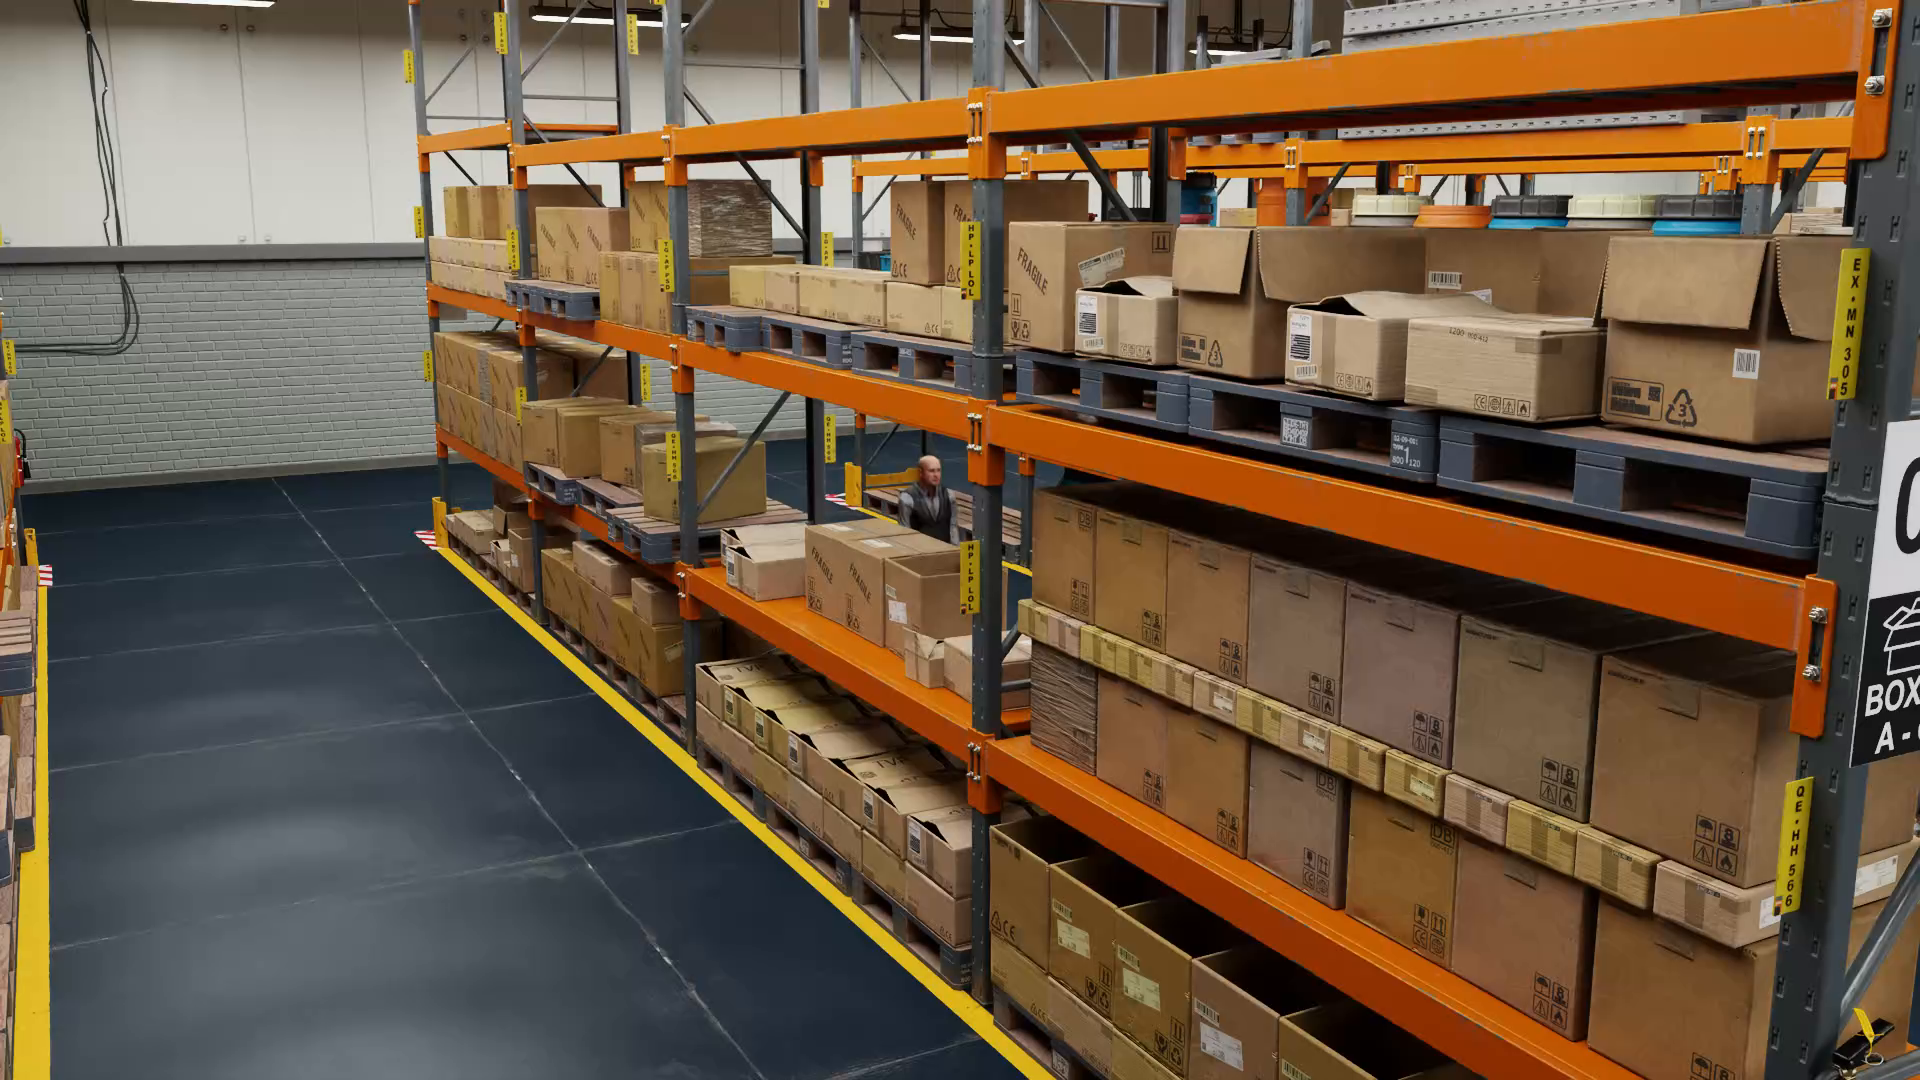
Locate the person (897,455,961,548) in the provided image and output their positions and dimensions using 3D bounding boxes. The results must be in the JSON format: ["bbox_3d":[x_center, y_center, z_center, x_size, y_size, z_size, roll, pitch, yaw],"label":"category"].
[{"bbox_3d":[-0.243,0.191,13.060,0.551,1.727,0.470,-7,13,-29],"label":"person"}]
